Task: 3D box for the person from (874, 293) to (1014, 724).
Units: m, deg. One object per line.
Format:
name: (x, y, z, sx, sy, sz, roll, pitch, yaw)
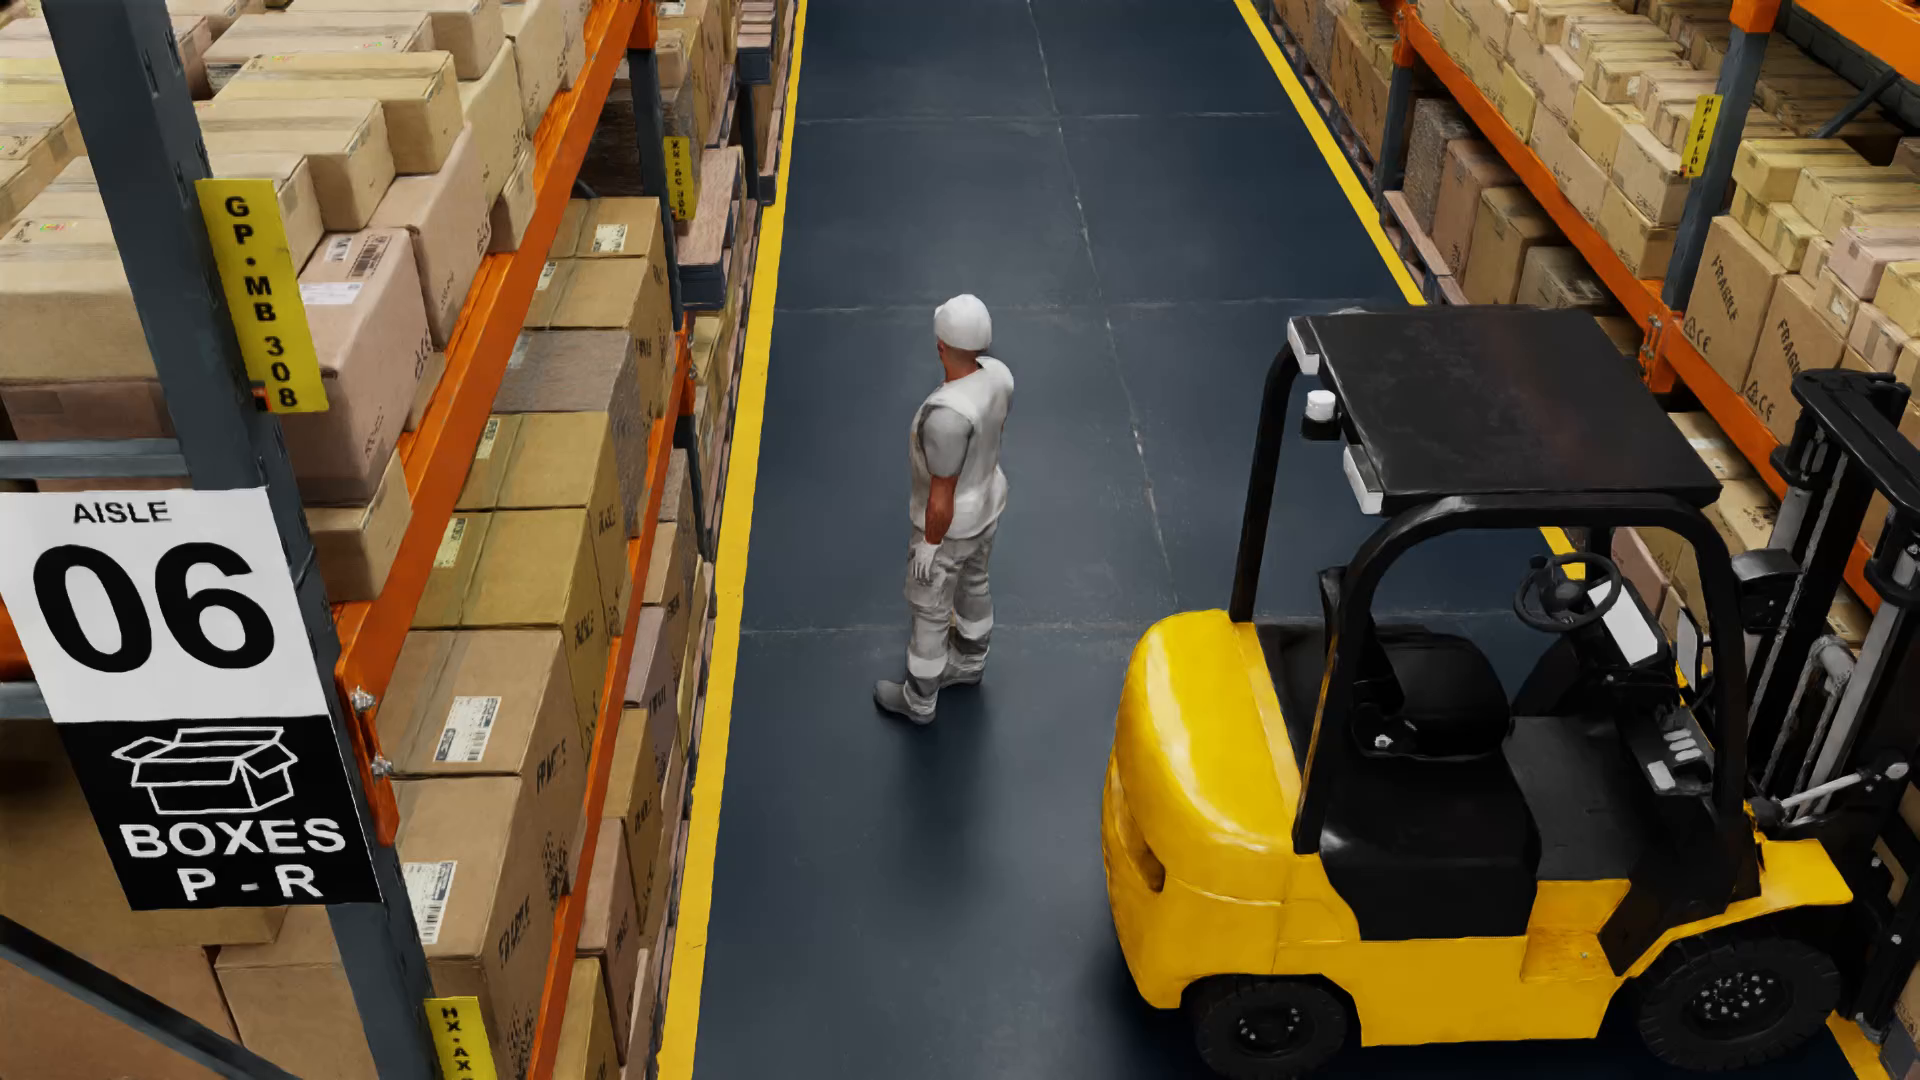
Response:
person: (-0.074, -0.112, 6.255, 0.476, 1.790, 0.594, 18, 39, 24)
